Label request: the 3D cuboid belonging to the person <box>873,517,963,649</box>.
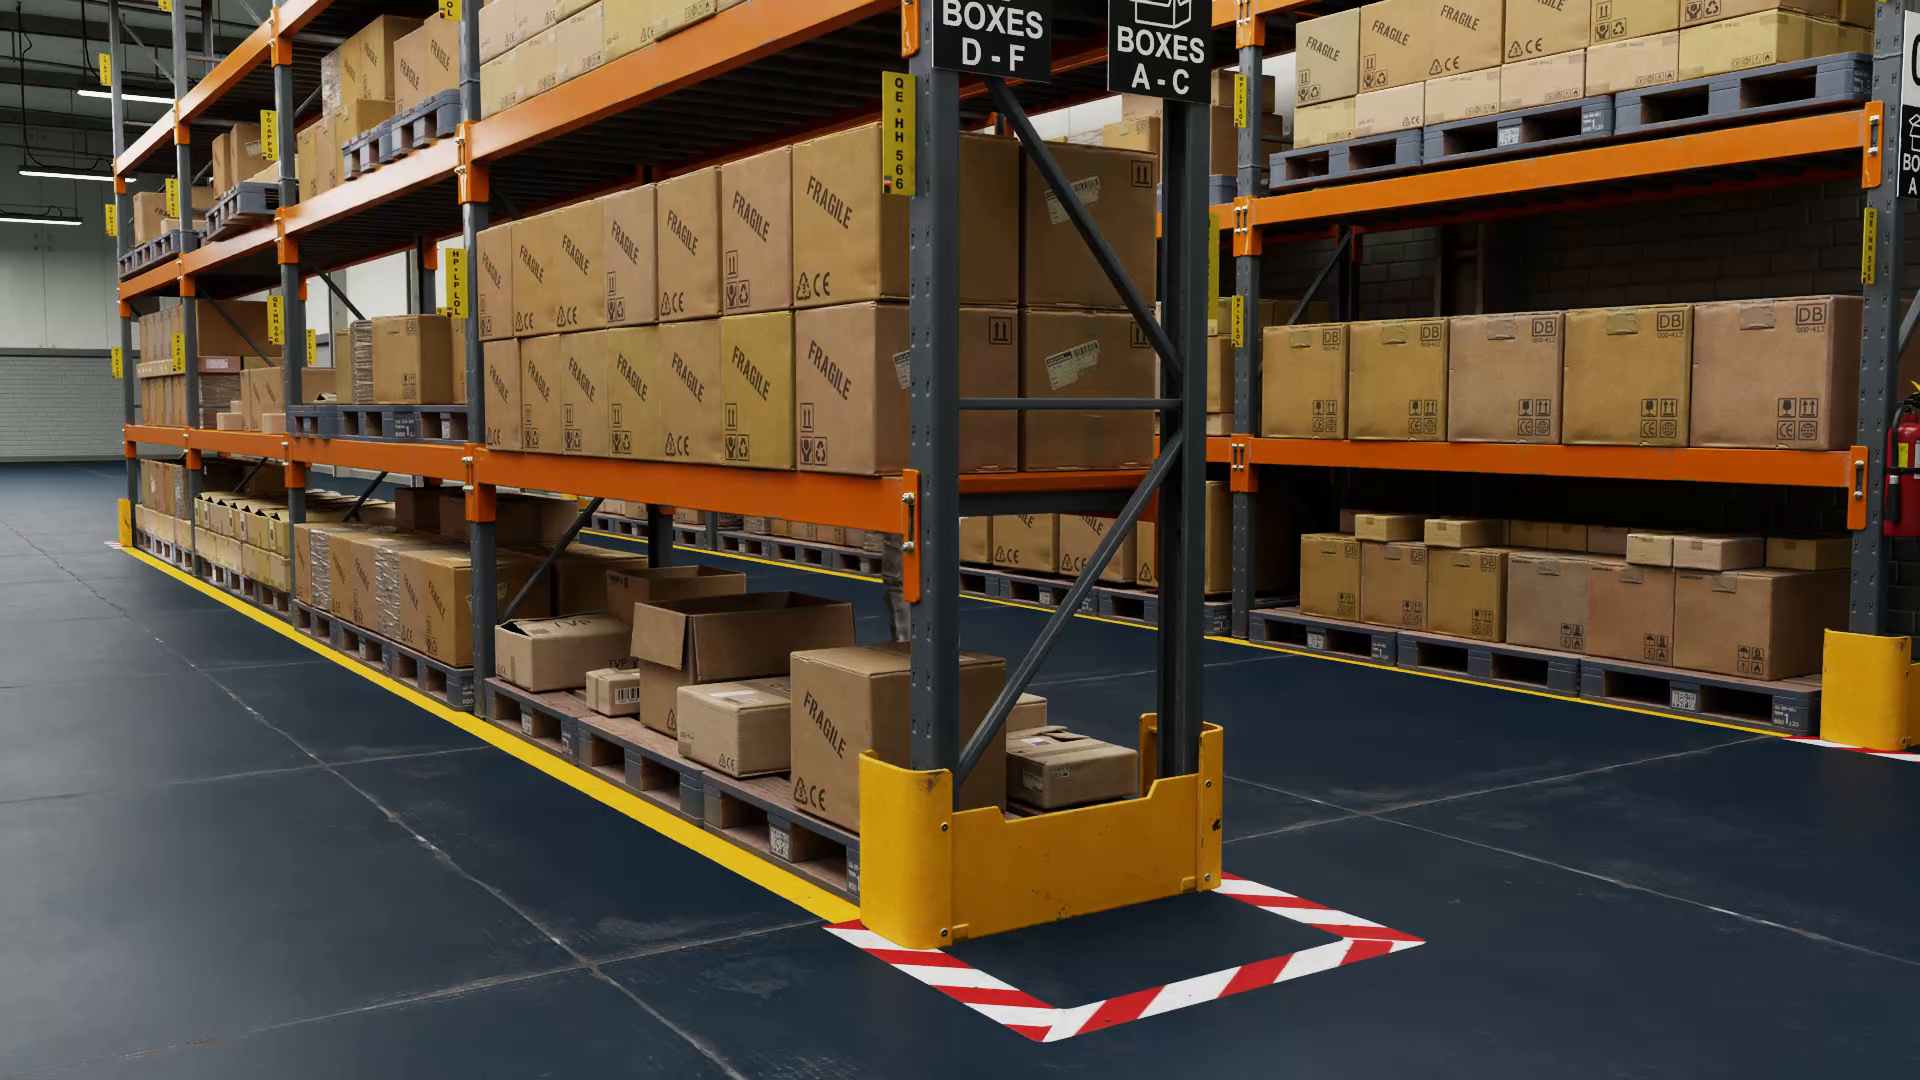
[{"bbox_3d":[-0.275,-0.110,9.100,0.491,1.767,0.593,-3,6,-35],"label":"person"}]
